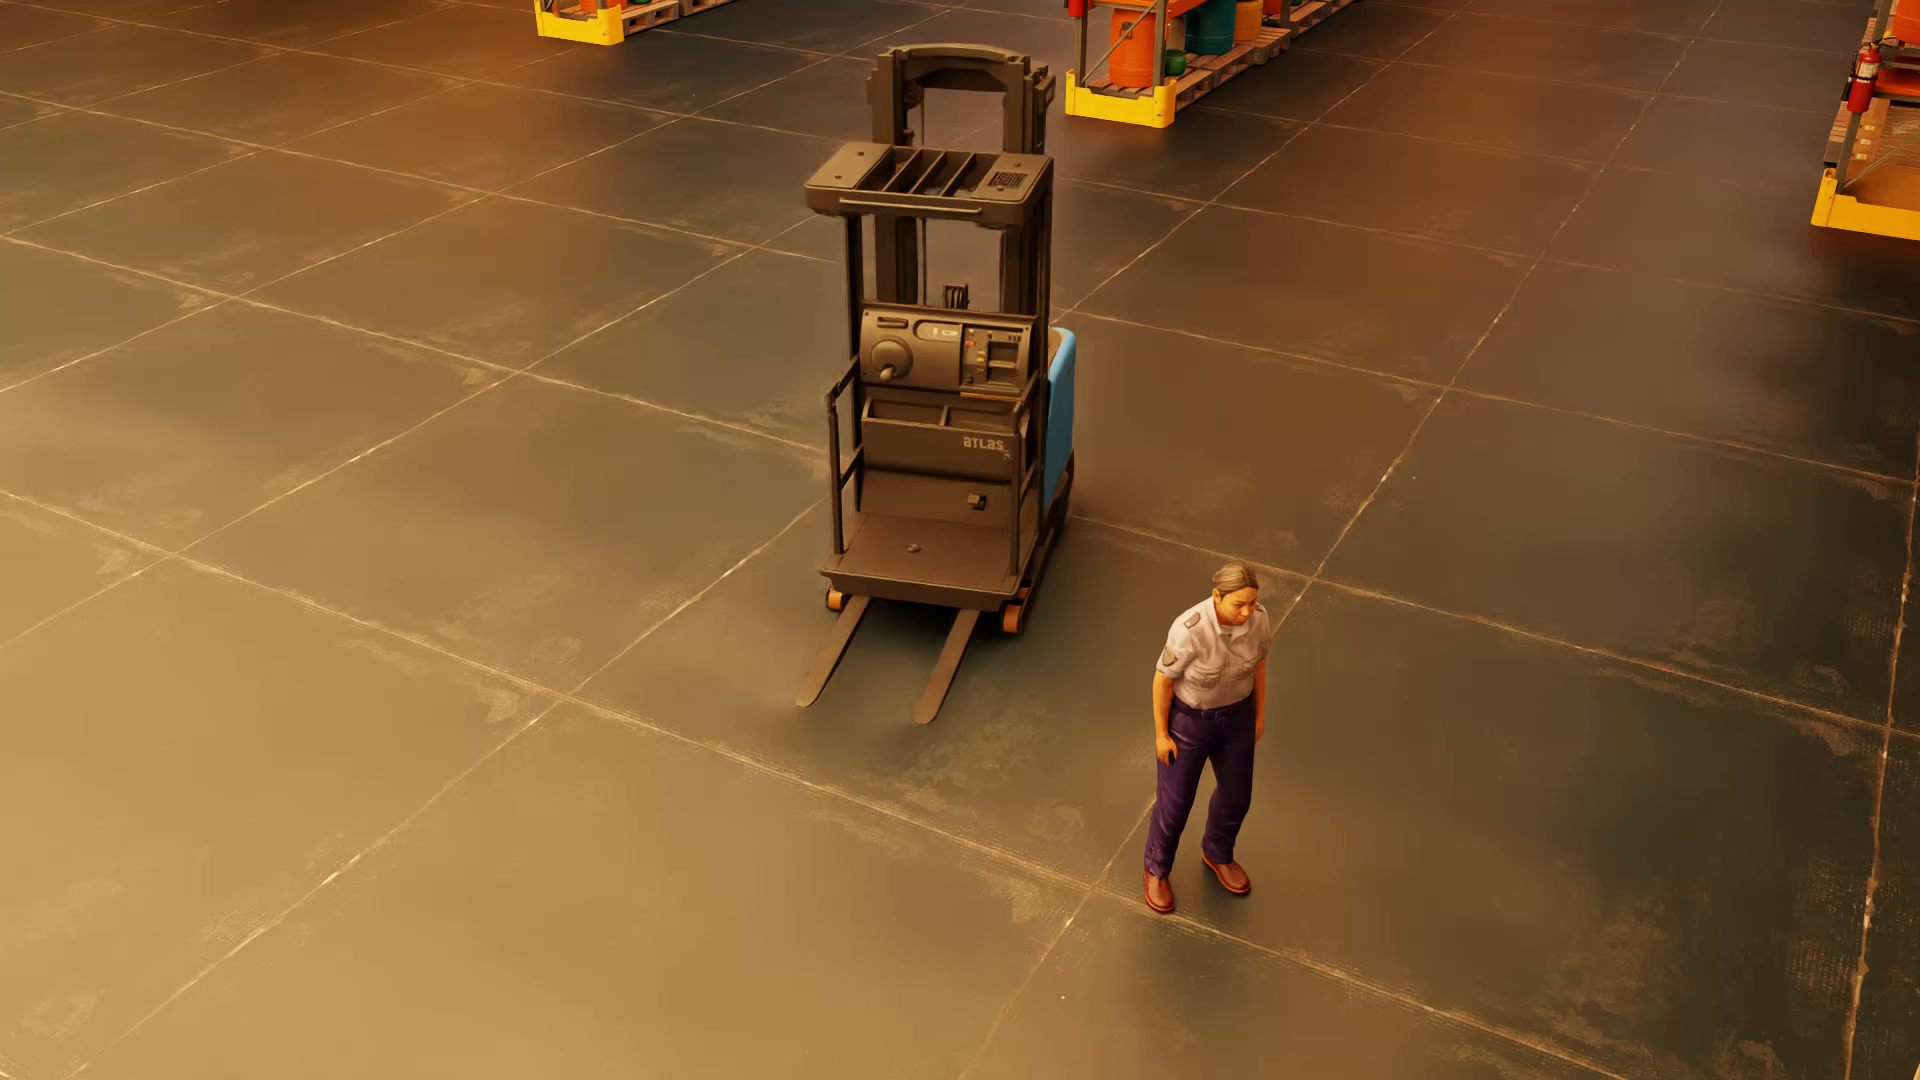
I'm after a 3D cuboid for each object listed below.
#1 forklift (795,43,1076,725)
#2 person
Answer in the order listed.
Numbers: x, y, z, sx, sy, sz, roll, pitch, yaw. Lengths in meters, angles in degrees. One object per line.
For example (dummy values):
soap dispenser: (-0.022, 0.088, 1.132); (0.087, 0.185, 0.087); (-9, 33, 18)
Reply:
forklift: (-0.127, -0.963, 8.739); (1.130, 2.935, 3.031); (7, 31, 12)
person: (1.042, 0.786, 6.993); (0.548, 1.650, 0.373); (-10, 32, -17)
